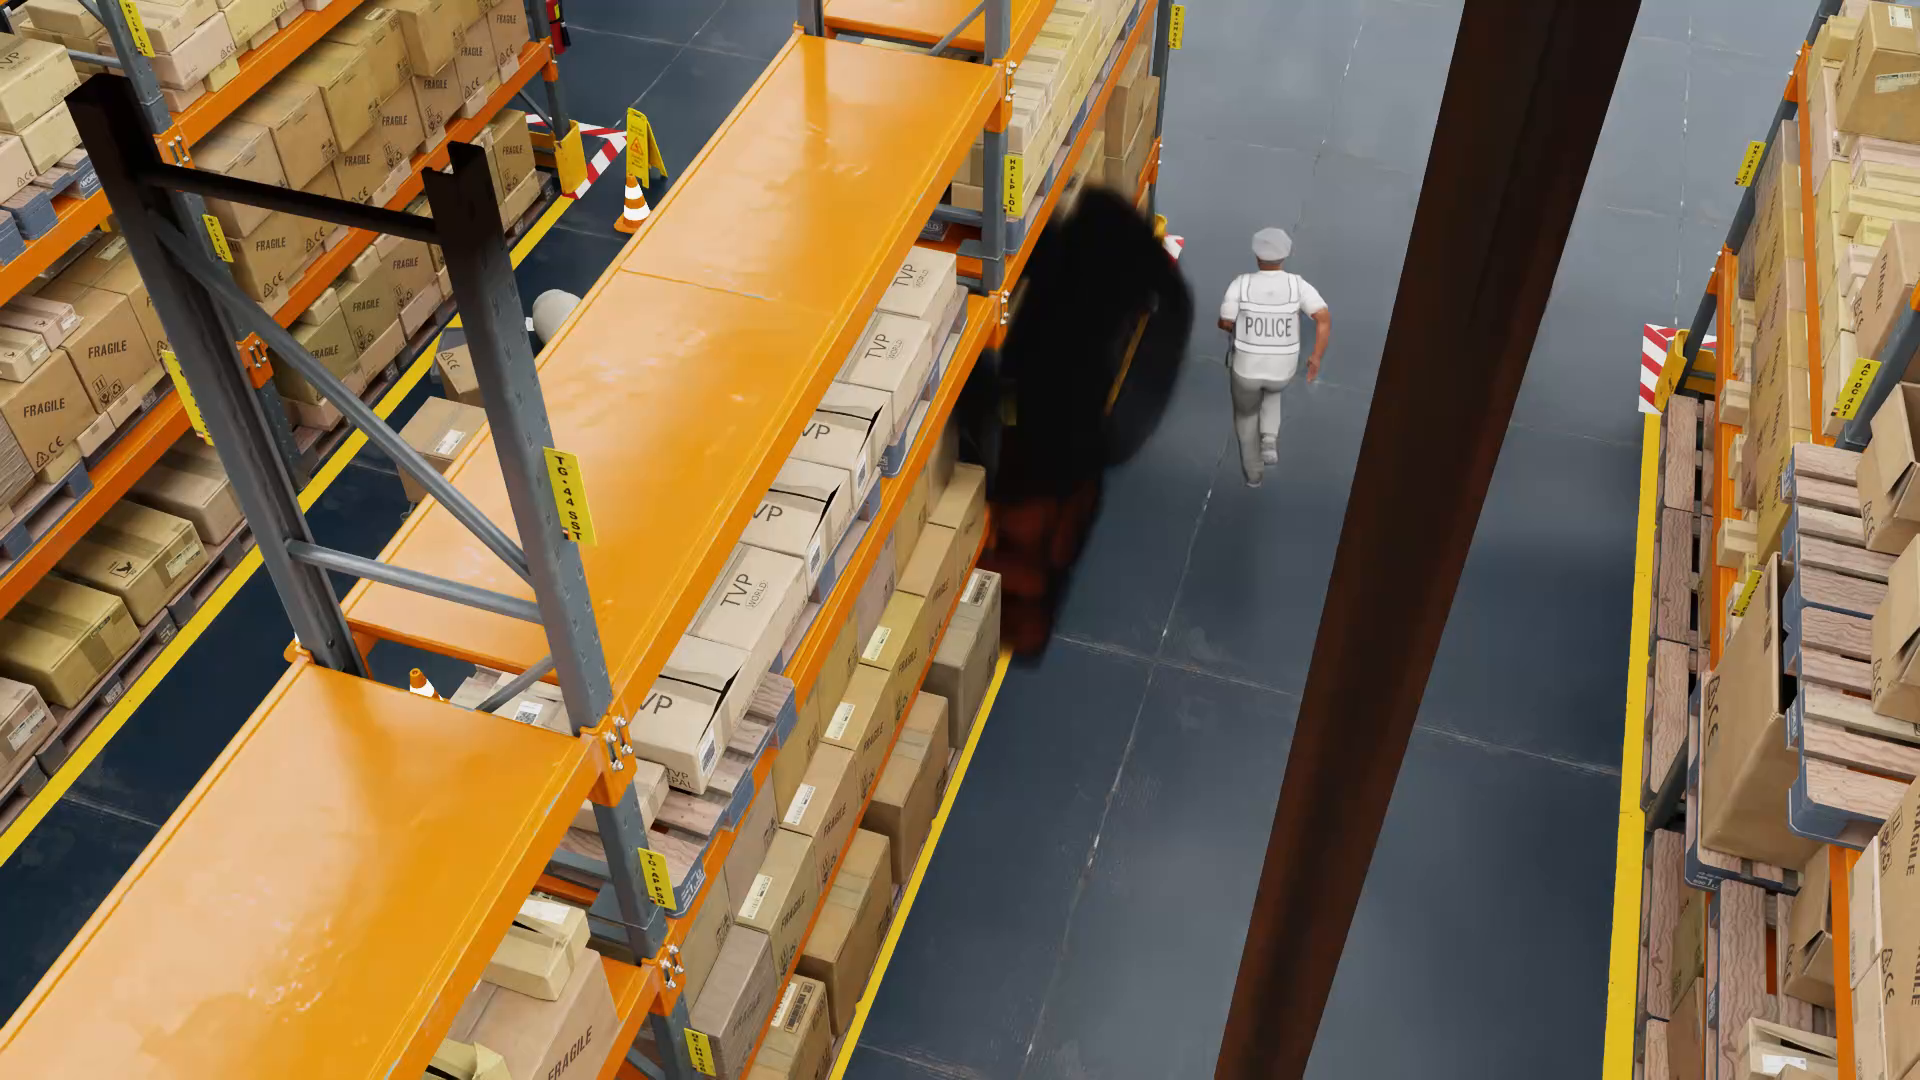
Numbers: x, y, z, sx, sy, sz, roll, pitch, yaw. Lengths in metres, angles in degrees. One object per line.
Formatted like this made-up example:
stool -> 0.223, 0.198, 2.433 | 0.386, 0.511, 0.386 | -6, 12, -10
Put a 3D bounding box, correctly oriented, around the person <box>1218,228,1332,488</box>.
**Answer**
person -> 1.964, -1.174, 10.711 | 0.662, 1.701, 0.740 | 0, 46, 0
